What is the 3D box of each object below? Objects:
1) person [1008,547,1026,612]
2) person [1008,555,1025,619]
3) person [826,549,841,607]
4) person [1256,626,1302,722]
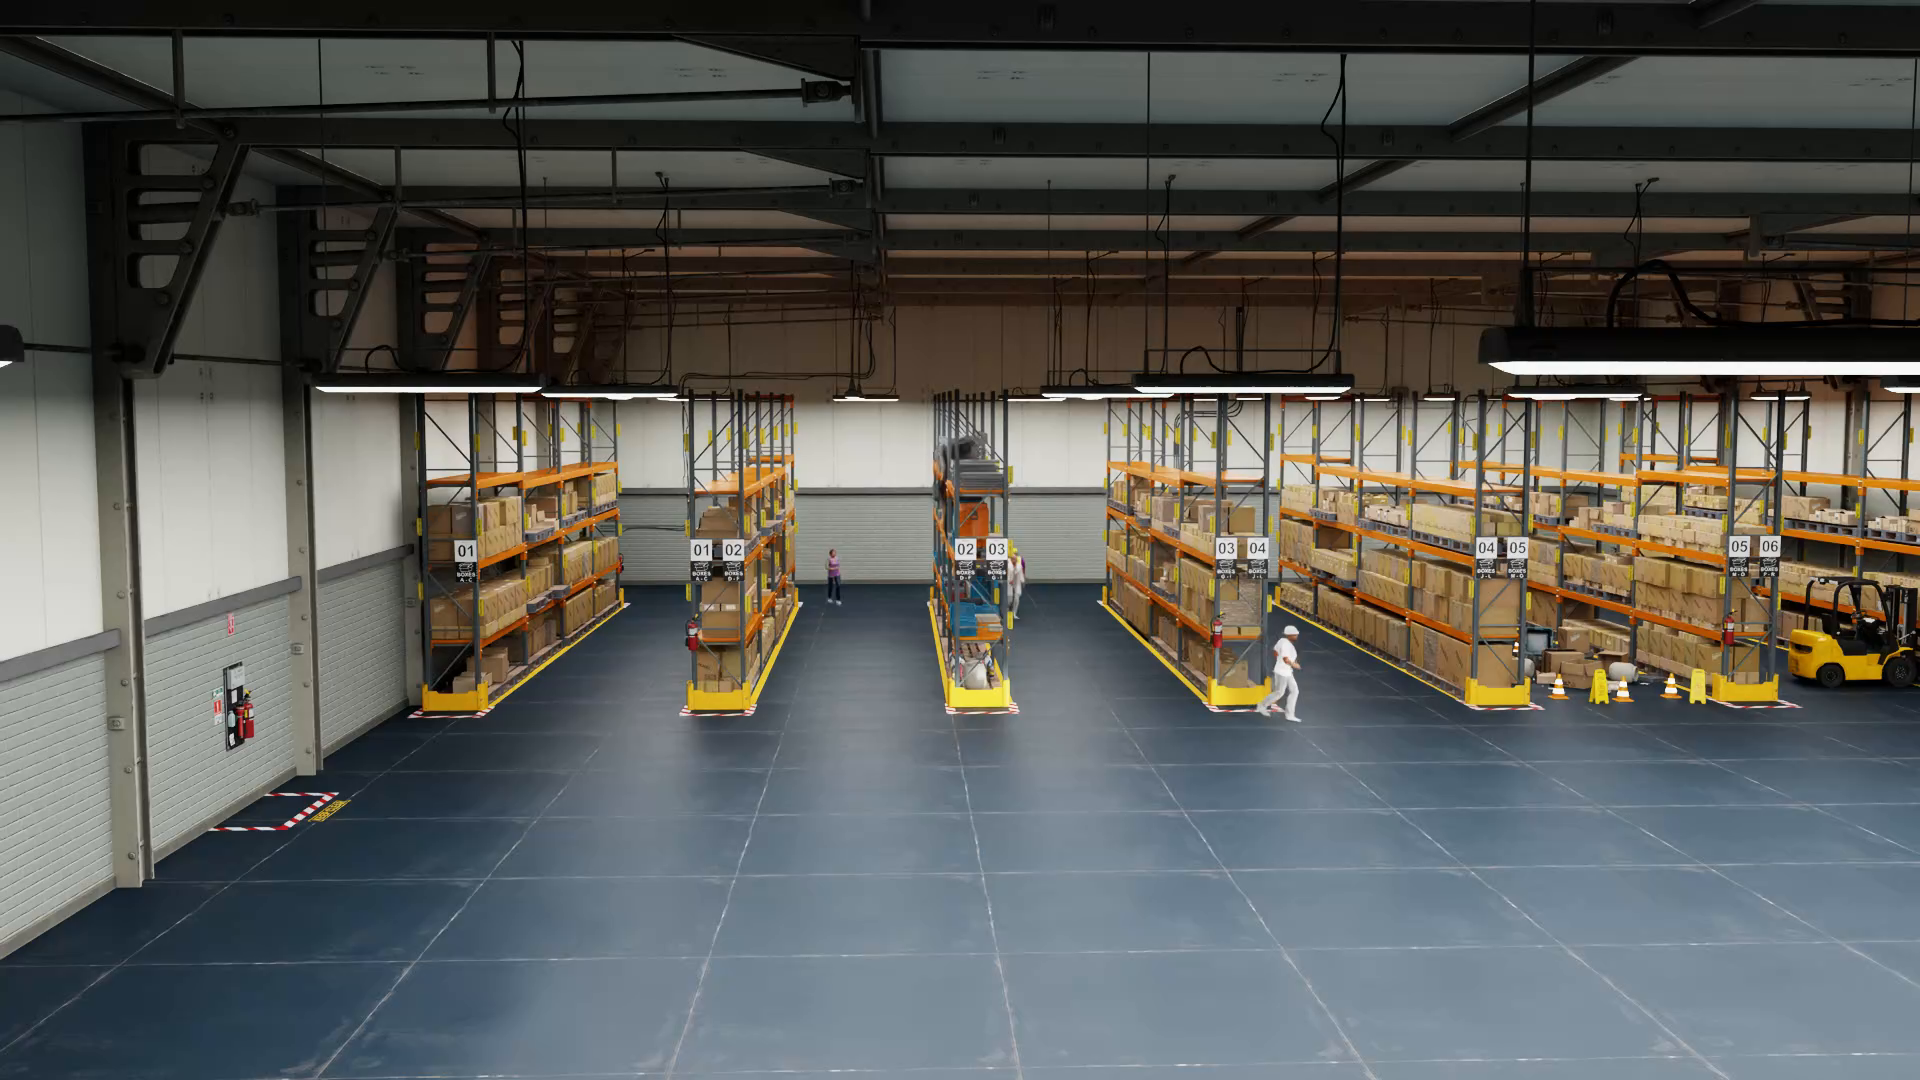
[{"bbox_3d":[1.520,1.090,46.089,0.673,1.785,0.805,-1,5,-9],"label":"person"},{"bbox_3d":[1.380,1.287,44.520,0.711,1.639,0.825,-1,5,-17],"label":"person"},{"bbox_3d":[-3.619,1.101,47.287,0.510,1.537,0.769,-2,5,-24],"label":"person"},{"bbox_3d":[5.749,2.409,29.979,0.833,1.743,0.668,2,5,19],"label":"person"}]
